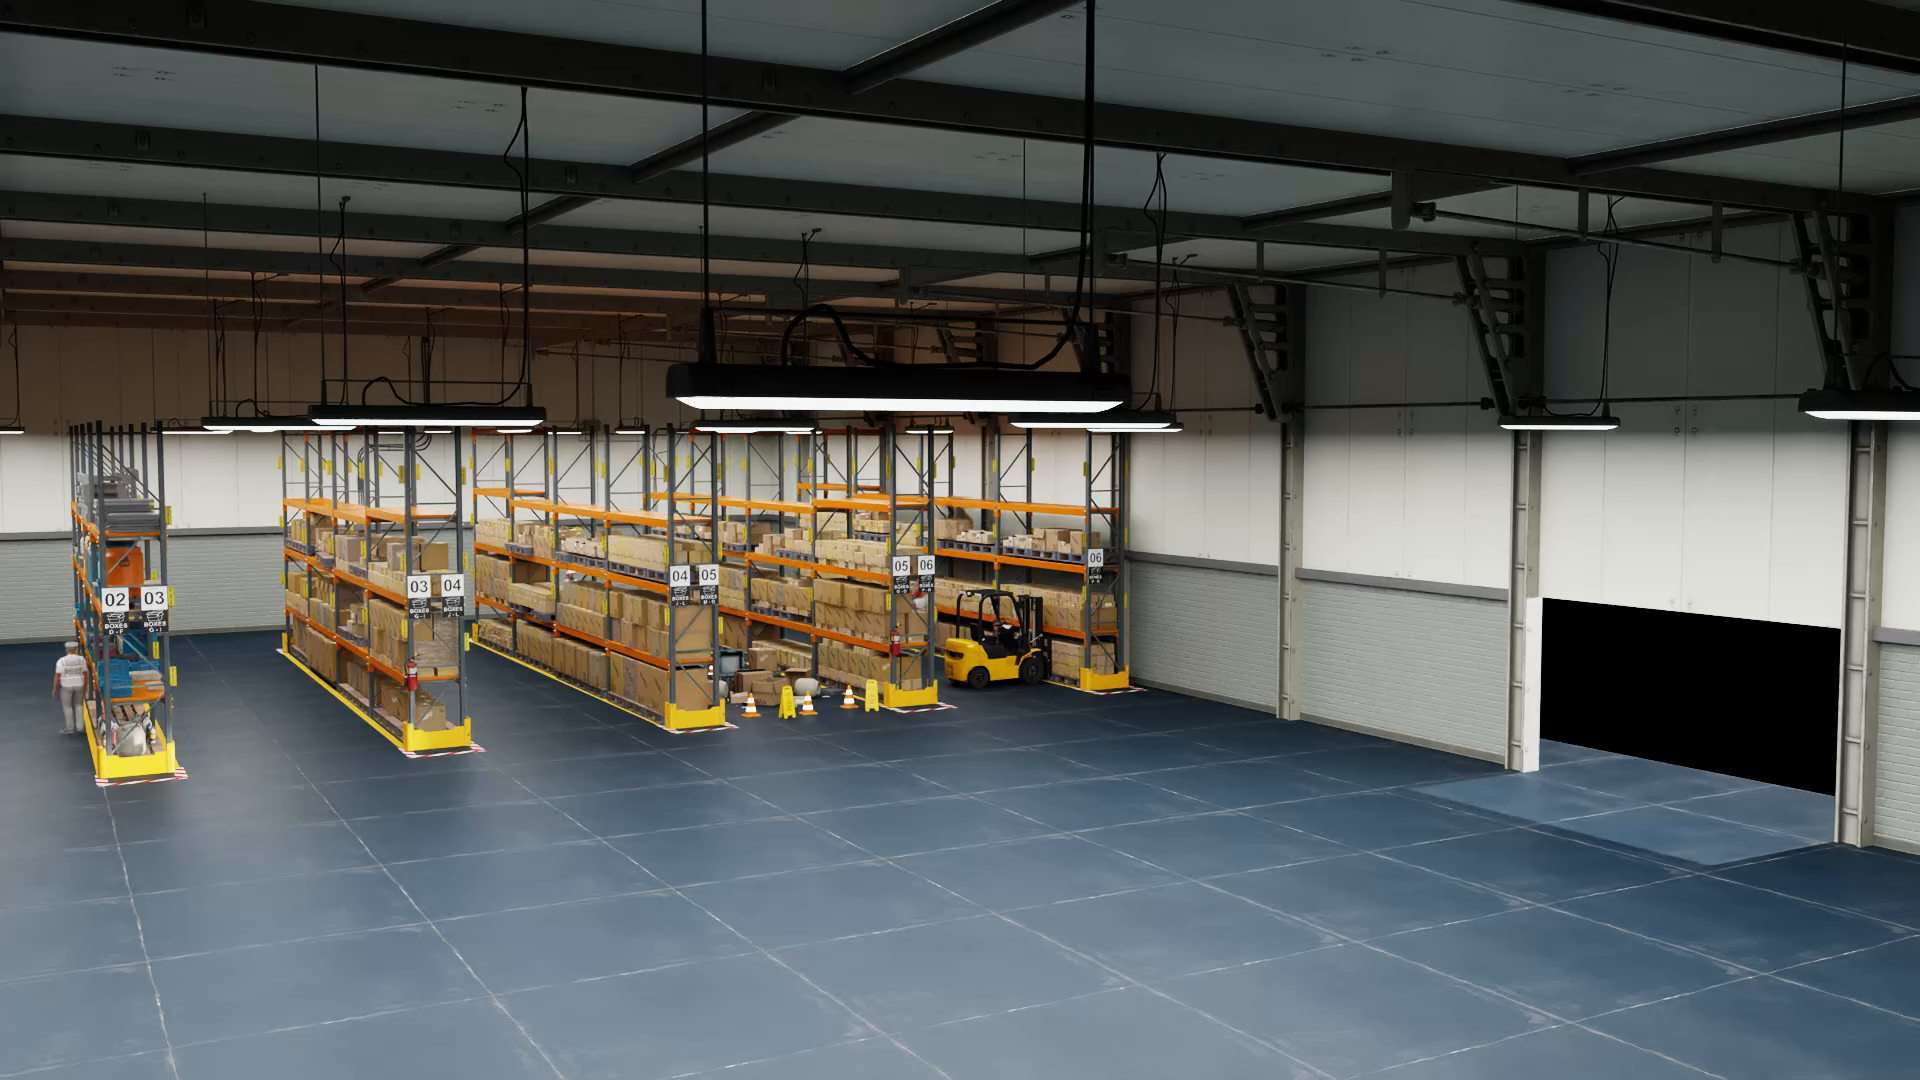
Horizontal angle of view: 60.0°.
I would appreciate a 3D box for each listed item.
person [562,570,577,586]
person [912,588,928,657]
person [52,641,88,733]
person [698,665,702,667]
[{"bbox_3d":[-11.686,1.761,49.940,0.577,1.778,0.470,-1,4,-15],"label":"person"},{"bbox_3d":[-1.085,2.090,41.987,0.535,1.790,0.642,-3,5,-42],"label":"person"},{"bbox_3d":[-17.195,2.869,32.120,0.412,1.809,0.646,3,5,40],"label":"person"},{"bbox_3d":[-6.447,2.432,39.986,0.572,1.656,0.431,2,4,25],"label":"person"}]
